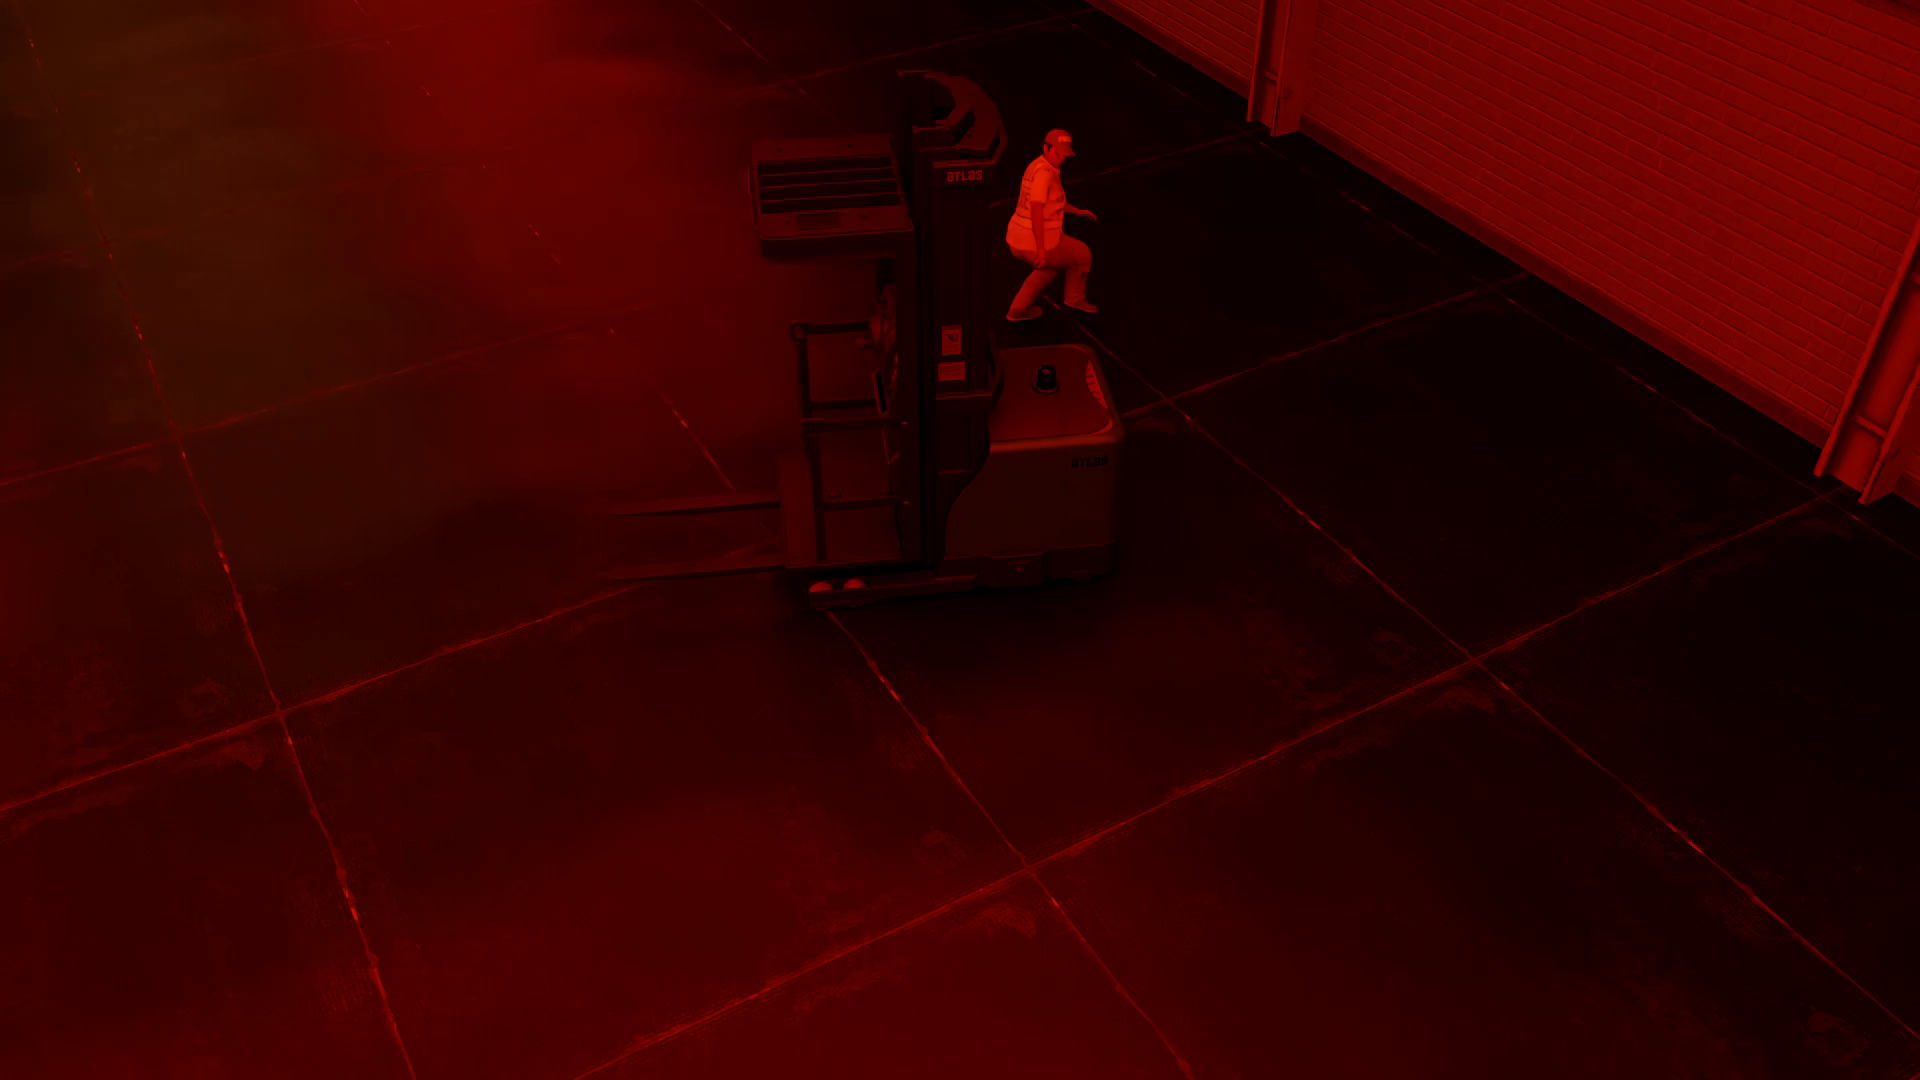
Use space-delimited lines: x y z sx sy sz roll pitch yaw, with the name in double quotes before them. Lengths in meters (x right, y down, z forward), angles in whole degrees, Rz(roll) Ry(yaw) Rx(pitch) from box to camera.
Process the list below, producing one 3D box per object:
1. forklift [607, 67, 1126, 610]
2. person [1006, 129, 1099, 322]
"forklift" -0.604 -1.075 9.332 3.031 2.935 1.130 -5 40 -6
"person" 0.699 -2.166 11.805 0.748 1.487 0.704 -16 42 -18
